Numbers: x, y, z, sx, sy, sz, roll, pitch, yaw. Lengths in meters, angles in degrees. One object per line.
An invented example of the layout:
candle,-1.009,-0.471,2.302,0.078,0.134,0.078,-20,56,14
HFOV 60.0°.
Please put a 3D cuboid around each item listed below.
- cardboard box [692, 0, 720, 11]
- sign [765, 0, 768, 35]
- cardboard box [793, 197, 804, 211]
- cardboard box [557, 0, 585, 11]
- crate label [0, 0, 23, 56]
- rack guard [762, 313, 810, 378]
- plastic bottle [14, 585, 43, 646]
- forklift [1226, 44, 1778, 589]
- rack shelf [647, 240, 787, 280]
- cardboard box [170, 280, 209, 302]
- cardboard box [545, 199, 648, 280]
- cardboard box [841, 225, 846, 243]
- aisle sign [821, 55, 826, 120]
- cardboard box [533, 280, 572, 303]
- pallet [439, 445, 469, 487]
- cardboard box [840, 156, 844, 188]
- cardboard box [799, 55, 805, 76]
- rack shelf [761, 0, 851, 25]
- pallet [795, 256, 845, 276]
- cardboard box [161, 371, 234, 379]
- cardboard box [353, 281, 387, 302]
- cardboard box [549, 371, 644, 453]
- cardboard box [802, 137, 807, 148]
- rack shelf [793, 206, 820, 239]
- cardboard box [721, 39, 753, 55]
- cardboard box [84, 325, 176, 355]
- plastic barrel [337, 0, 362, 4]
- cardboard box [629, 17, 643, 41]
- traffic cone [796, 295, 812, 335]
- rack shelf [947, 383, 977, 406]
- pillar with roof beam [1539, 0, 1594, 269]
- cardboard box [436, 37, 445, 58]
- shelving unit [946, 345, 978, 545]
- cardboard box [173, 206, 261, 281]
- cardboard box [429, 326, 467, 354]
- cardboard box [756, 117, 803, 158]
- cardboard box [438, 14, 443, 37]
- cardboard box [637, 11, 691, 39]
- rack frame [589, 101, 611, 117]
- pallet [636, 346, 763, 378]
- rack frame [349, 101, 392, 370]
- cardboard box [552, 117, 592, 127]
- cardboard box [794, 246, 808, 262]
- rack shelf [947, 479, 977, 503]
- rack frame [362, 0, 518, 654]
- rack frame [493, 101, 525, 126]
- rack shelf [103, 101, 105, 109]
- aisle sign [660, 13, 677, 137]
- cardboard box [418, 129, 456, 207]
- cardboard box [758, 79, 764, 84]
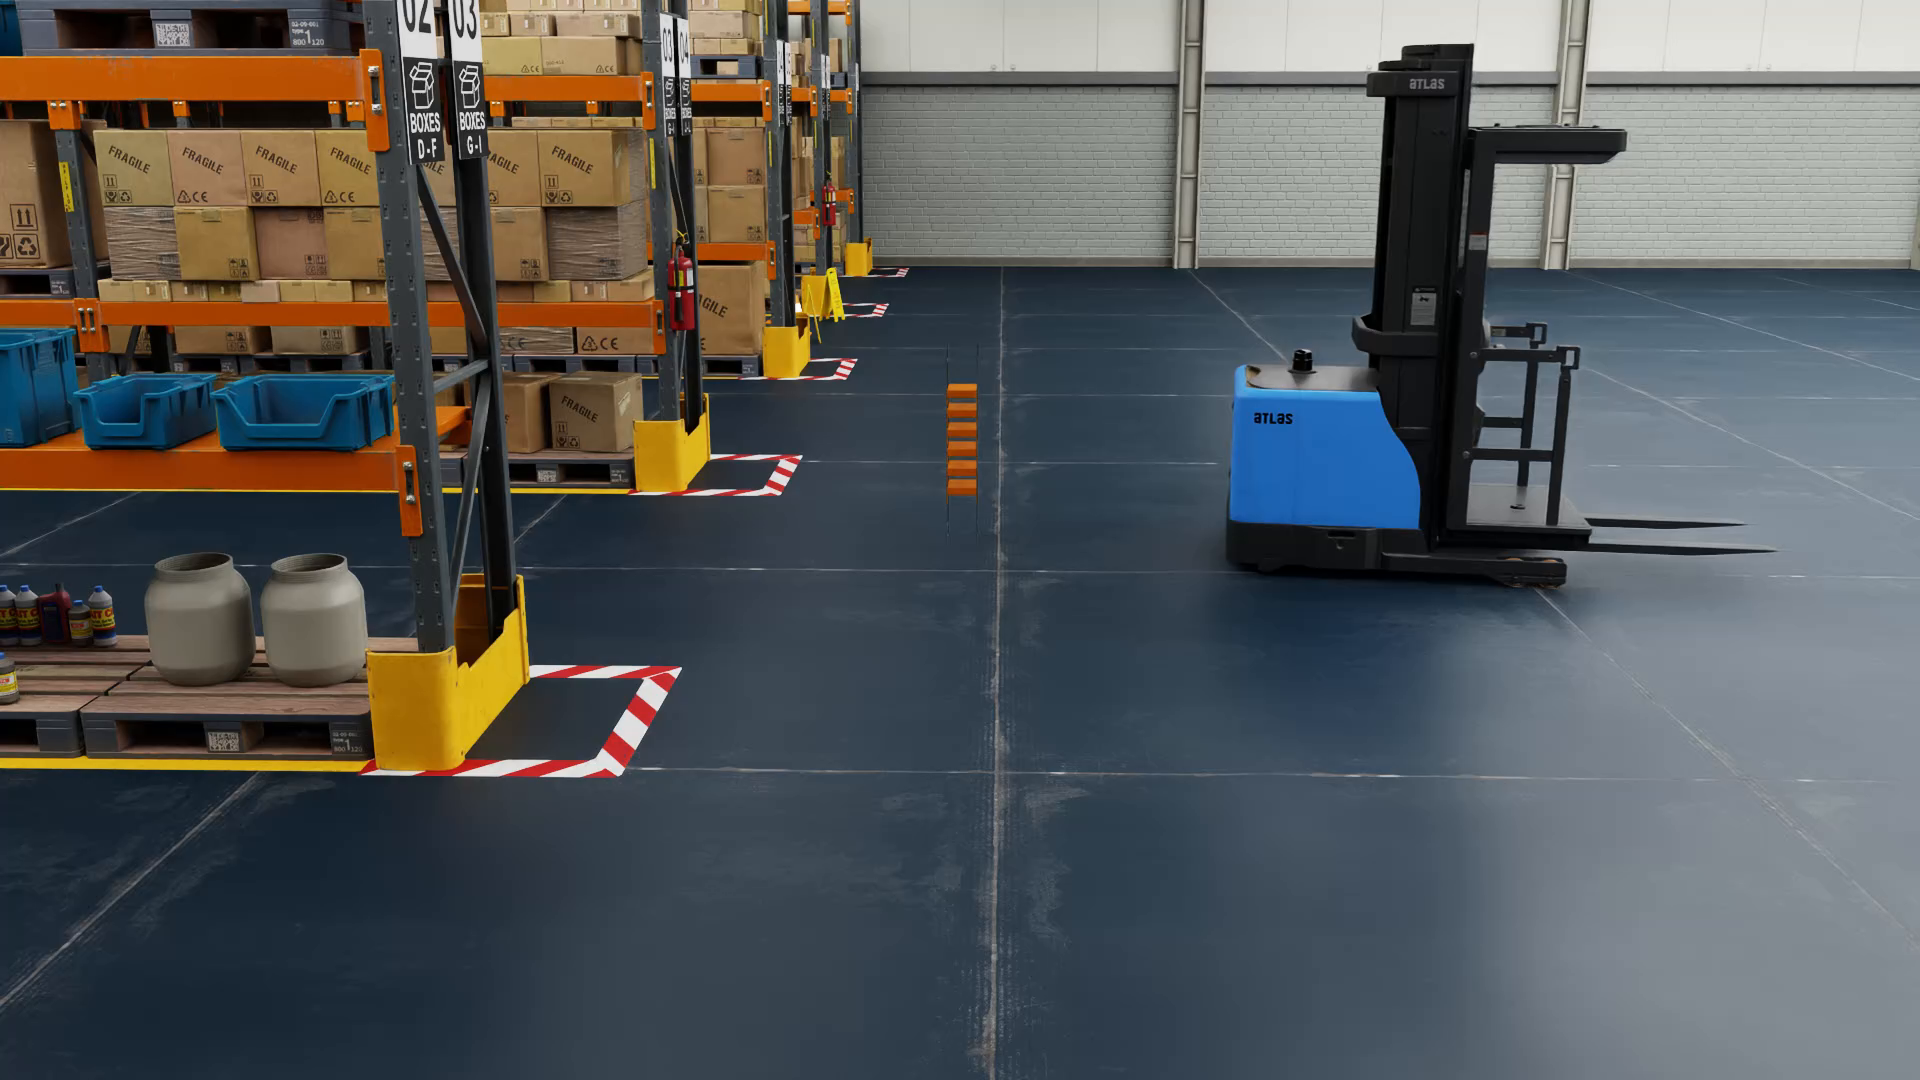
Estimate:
cardboard box,-2.378,-5.081,15.749,0.250,0.149,0.380,0,15,2
sign,-1.810,-4.900,15.571,0.005,0.325,0.100,0,15,1
cardboard box,-2.136,-4.287,21.202,0.250,0.149,0.380,1,15,3
cardboard box,-3.653,-5.089,15.780,0.250,0.149,0.380,0,15,2
crate label,-4.000,-2.145,7.003,0.408,0.251,0.502,0,15,1
rack guard,-1.759,-1.989,16.899,0.348,0.500,1.175,0,15,1
plastic bottle,-4.284,0.343,7.647,0.097,0.271,0.097,0,15,0
forklift,3.106,-1.288,9.476,3.031,2.935,1.130,2,15,9
rack shelf,-3.782,-2.863,16.721,4.000,0.370,1.077,0,15,1
cardboard box,-5.302,-1.760,11.625,0.250,0.149,0.380,0,15,1
cardboard box,-2.559,-2.136,11.778,0.500,0.500,0.875,0,15,1
cardboard box,-2.099,-4.898,26.611,0.500,0.250,0.500,1,15,2
aisle sign,-1.703,-5.643,20.754,0.004,0.787,0.394,0,15,1
cardboard box,-2.802,-1.752,11.591,0.250,0.149,0.380,0,15,1
pallet,-4.114,-0.609,12.233,1.213,0.211,1.003,0,15,1
cardboard box,-2.122,-5.849,26.433,0.500,0.500,0.500,1,15,3
cardboard box,-2.253,-6.054,21.236,0.500,0.250,0.500,0,15,0
rack shelf,-3.633,-8.099,25.592,4.000,0.370,1.077,0,15,1
pallet,-2.400,-4.373,26.500,1.213,0.211,1.003,0,15,1
cardboard box,-5.610,-0.941,12.104,0.500,0.500,0.500,0,15,0
cardboard box,-4.051,-1.764,11.637,0.250,0.149,0.380,0,15,1
cardboard box,-2.634,-0.936,12.085,0.500,0.500,0.500,3,15,12
cardboard box,-2.507,-6.169,25.793,0.250,0.149,0.380,1,15,3
rack shelf,-3.757,-4.126,21.509,4.000,0.370,1.077,0,15,1
cardboard box,-2.124,-4.694,15.844,0.250,0.149,0.380,0,15,1
cardboard box,-8.299,-2.333,16.891,0.750,0.750,1.050,1,15,2
plastic barrel,-2.626,-2.502,6.399,0.708,0.830,0.600,0,15,1
cardboard box,-2.280,-3.565,11.604,0.250,0.149,0.380,0,15,1
traffic cone,-1.908,-2.623,19.373,0.334,0.463,0.336,0,15,1
rack shelf,0.014,-0.885,10.106,0.180,0.103,0.258,0,15,1
pillar with roof beam,9.579,-7.686,21.831,0.400,9.000,9.100,0,15,1
cardboard box,-3.510,-3.258,11.222,0.500,0.250,0.500,1,15,3
shelving unit,0.014,-0.580,10.187,0.189,1.200,0.258,0,15,1
cardboard box,-5.062,-2.121,11.719,0.500,0.500,0.875,0,15,1
cardboard box,-5.154,-2.378,16.813,0.875,0.875,0.875,1,15,2
cardboard box,-2.273,-5.084,20.991,0.500,0.500,0.700,0,15,0
cardboard box,-3.325,-3.461,11.210,0.250,0.149,0.380,1,15,2
cardboard box,-2.779,-4.906,15.868,0.500,0.250,0.500,0,15,2
rack frame,-5.633,-5.753,26.264,0.127,3.000,1.000,0,15,1
pallet,-2.584,-1.835,16.880,1.213,0.211,1.003,0,15,1
rack frame,-5.781,-3.224,16.679,0.127,3.000,1.000,0,15,1
cardboard box,-4.812,-5.095,21.034,0.500,0.500,0.700,0,15,2
cardboard box,-2.609,-4.528,26.190,0.500,0.250,0.500,0,15,1
rack shelf,0.014,-0.305,10.259,0.180,0.103,0.258,0,15,1
rack frame,-2.137,-0.670,7.001,0.127,3.000,1.000,0,15,1
rack frame,-5.756,-4.487,21.466,0.127,3.000,1.000,0,15,1
rack shelf,-15.630,-6.920,26.220,4.000,0.370,1.077,0,15,1
aisle sign,-1.956,-3.114,11.165,0.004,0.787,0.394,0,15,1
cardboard box,-3.566,-2.555,11.406,0.500,0.500,0.500,0,15,1
cardboard box,-2.371,-5.714,20.730,0.250,0.149,0.380,0,15,2
